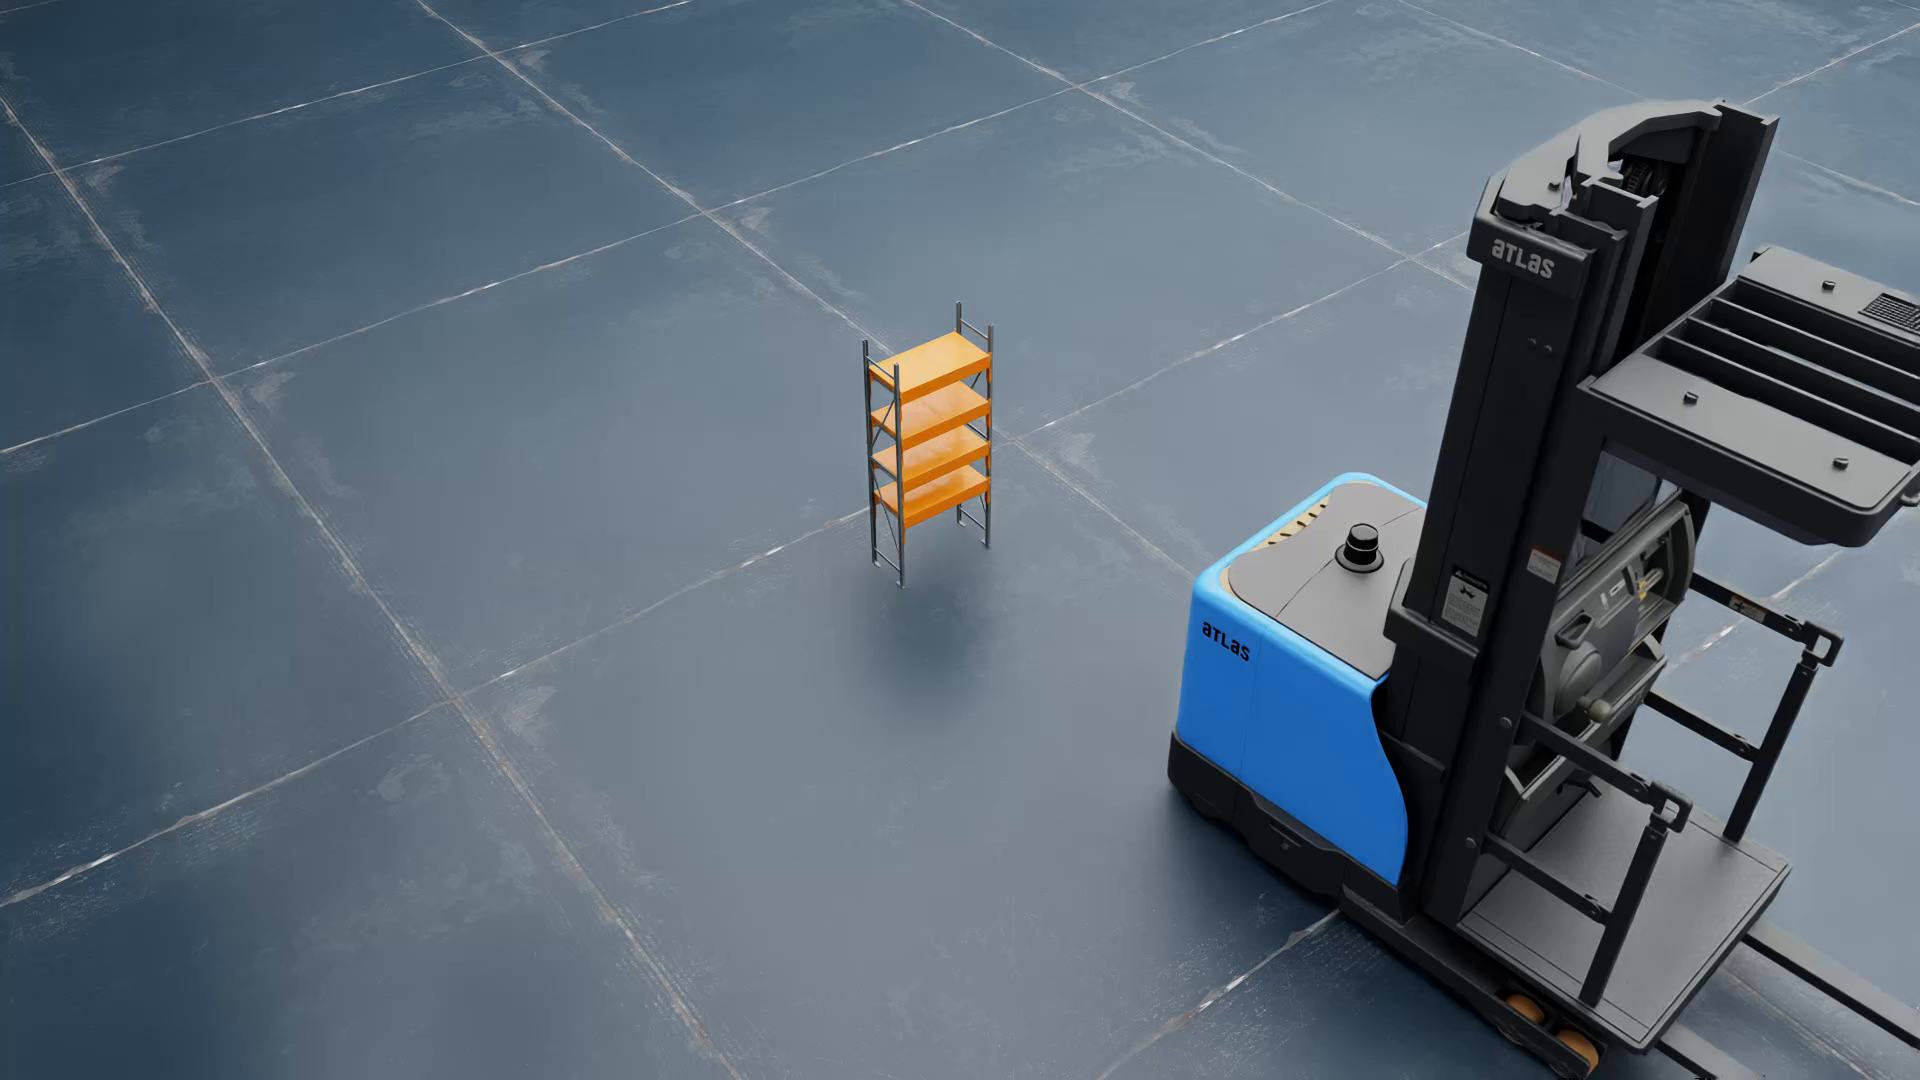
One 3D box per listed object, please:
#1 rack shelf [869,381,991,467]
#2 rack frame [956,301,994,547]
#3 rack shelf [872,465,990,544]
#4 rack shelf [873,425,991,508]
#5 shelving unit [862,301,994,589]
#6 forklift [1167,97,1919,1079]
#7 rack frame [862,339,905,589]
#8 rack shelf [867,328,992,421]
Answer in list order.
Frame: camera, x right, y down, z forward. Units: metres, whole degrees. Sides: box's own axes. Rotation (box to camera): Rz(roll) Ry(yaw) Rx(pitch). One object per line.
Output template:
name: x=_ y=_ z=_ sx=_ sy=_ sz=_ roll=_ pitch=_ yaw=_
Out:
rack shelf: x=-0.131 y=-0.521 z=7.192 sx=0.480 sy=0.148 sz=0.258 roll=-26 pitch=46 yaw=-28
rack frame: x=0.062 y=-0.494 z=7.406 sx=0.015 sy=1.200 sz=0.240 roll=-26 pitch=46 yaw=-28
rack shelf: x=-0.131 y=-0.194 z=7.460 sx=0.480 sy=0.148 sz=0.258 roll=-26 pitch=46 yaw=-28
rack shelf: x=-0.131 y=-0.348 z=7.334 sx=0.480 sy=0.148 sz=0.258 roll=-26 pitch=46 yaw=-28
shelving unit: x=-0.131 y=-0.400 z=7.291 sx=0.503 sy=1.200 sz=0.258 roll=-26 pitch=46 yaw=-28
forklift: x=2.199 y=0.295 z=5.080 sx=1.130 sy=2.935 sz=3.031 roll=-32 pitch=49 yaw=-33
rack frame: x=-0.325 y=-0.306 z=7.177 sx=0.015 sy=1.200 sz=0.240 roll=-26 pitch=46 yaw=-28
rack shelf: x=-0.131 y=-0.704 z=7.042 sx=0.480 sy=0.148 sz=0.258 roll=-26 pitch=46 yaw=-28
